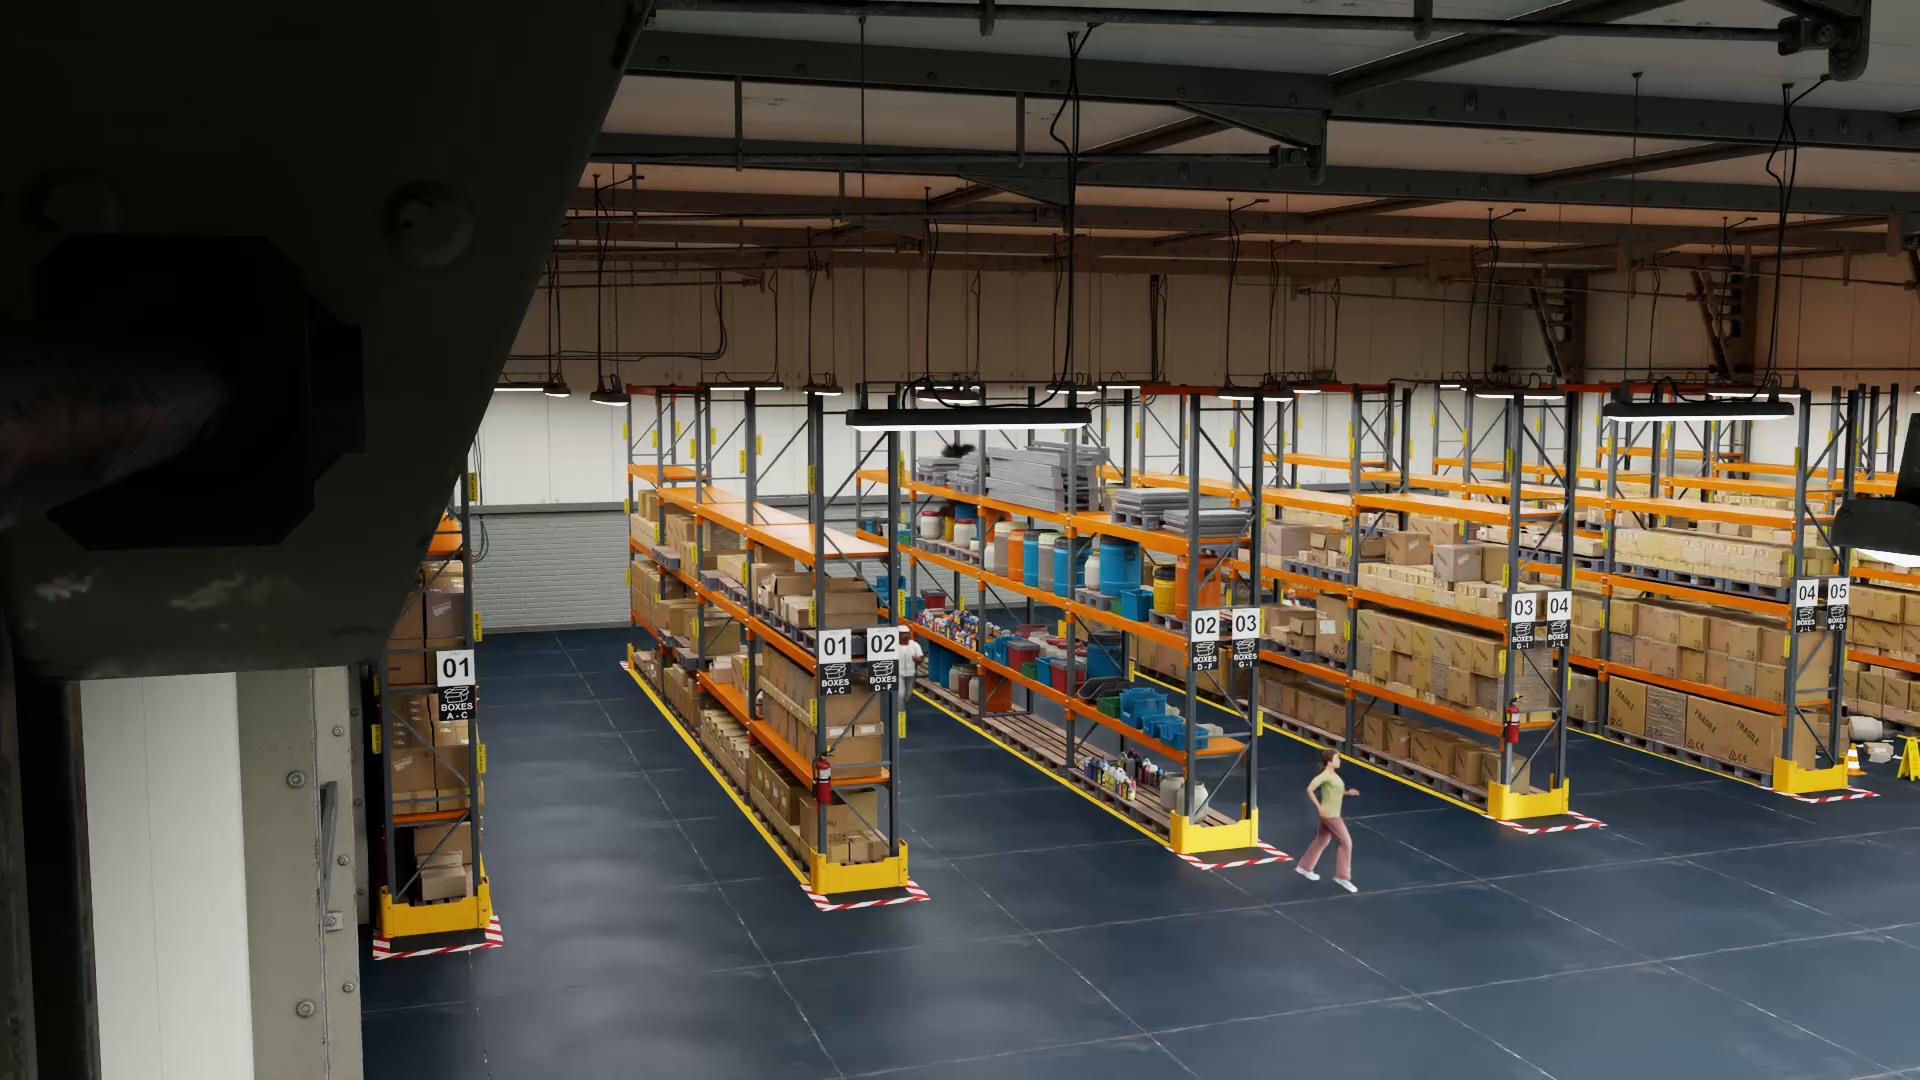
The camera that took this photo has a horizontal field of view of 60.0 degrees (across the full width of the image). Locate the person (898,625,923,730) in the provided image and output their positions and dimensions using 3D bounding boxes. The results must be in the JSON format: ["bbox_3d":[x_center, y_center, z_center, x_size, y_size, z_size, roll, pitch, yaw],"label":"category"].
[{"bbox_3d":[-0.992,2.388,29.423,0.692,1.782,0.920,-2,6,-17],"label":"person"}]

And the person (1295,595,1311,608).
[{"bbox_3d":[8.515,1.273,41.250,0.587,1.679,0.594,-5,8,-42],"label":"person"}]

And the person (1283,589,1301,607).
[{"bbox_3d":[6.905,1.895,34.836,0.702,1.759,1.011,-2,6,-21],"label":"person"}]

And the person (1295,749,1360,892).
[{"bbox_3d":[4.487,3.395,20.305,0.756,1.714,0.548,2,6,16],"label":"person"}]
